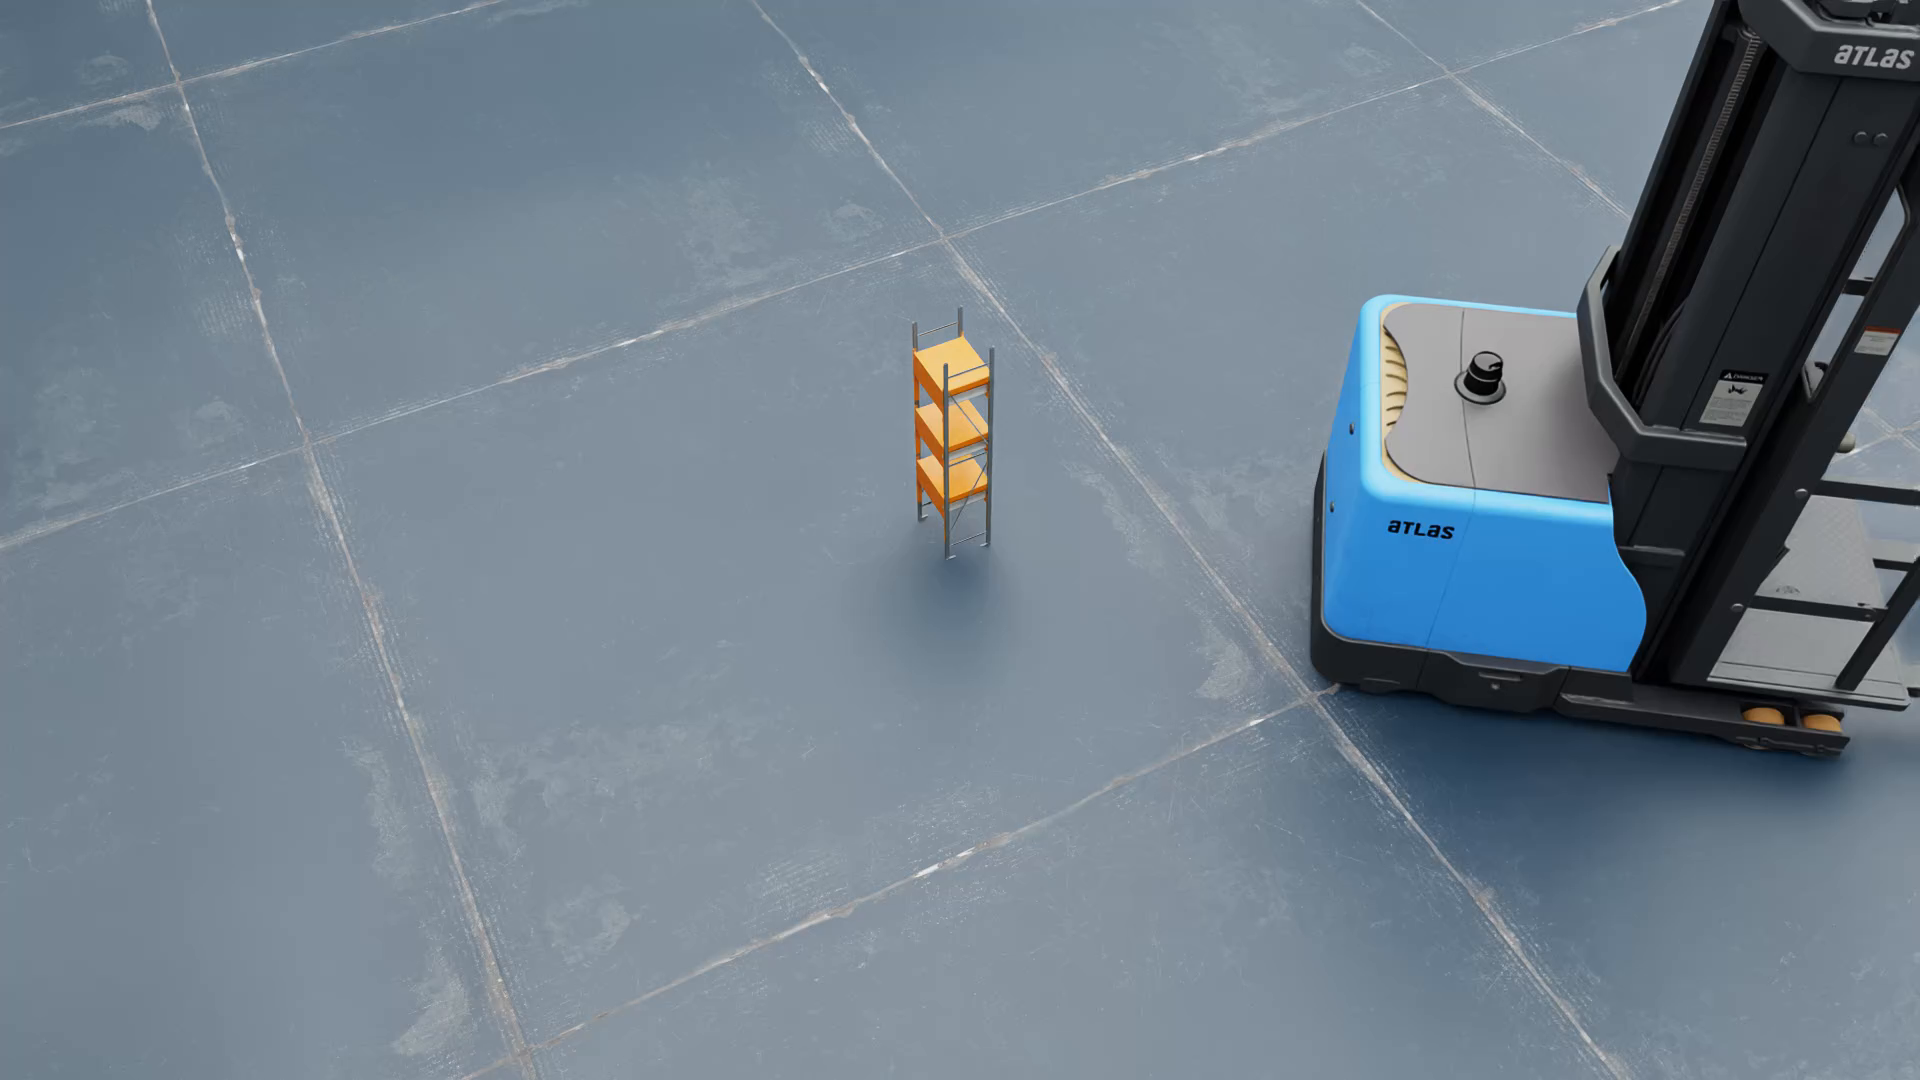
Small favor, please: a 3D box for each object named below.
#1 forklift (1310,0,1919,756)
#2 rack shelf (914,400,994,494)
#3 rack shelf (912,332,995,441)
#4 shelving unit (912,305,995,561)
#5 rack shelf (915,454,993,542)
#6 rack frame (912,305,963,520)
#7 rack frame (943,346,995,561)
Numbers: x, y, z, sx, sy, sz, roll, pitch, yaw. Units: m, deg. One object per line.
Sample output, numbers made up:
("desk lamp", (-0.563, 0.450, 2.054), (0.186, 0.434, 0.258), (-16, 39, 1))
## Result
("forklift", (2.861, -0.622, 5.240), (3.031, 2.935, 1.130), (7, 49, 6))
("rack shelf", (-0.024, -0.374, 6.287), (0.215, 0.259, 0.240), (-21, 52, -18))
("rack shelf", (-0.024, -0.561, 6.073), (0.215, 0.259, 0.240), (-21, 52, -18))
("shelving unit", (-0.024, -0.381, 6.279), (0.215, 1.050, 0.252), (-21, 52, -18))
("rack shelf", (-0.024, -0.192, 6.496), (0.215, 0.259, 0.240), (-21, 52, -18))
("rack frame", (-0.080, -0.463, 6.350), (0.200, 1.050, 0.008), (-21, 52, -18))
("rack frame", (0.031, -0.300, 6.207), (0.200, 1.050, 0.008), (-21, 52, -18))
